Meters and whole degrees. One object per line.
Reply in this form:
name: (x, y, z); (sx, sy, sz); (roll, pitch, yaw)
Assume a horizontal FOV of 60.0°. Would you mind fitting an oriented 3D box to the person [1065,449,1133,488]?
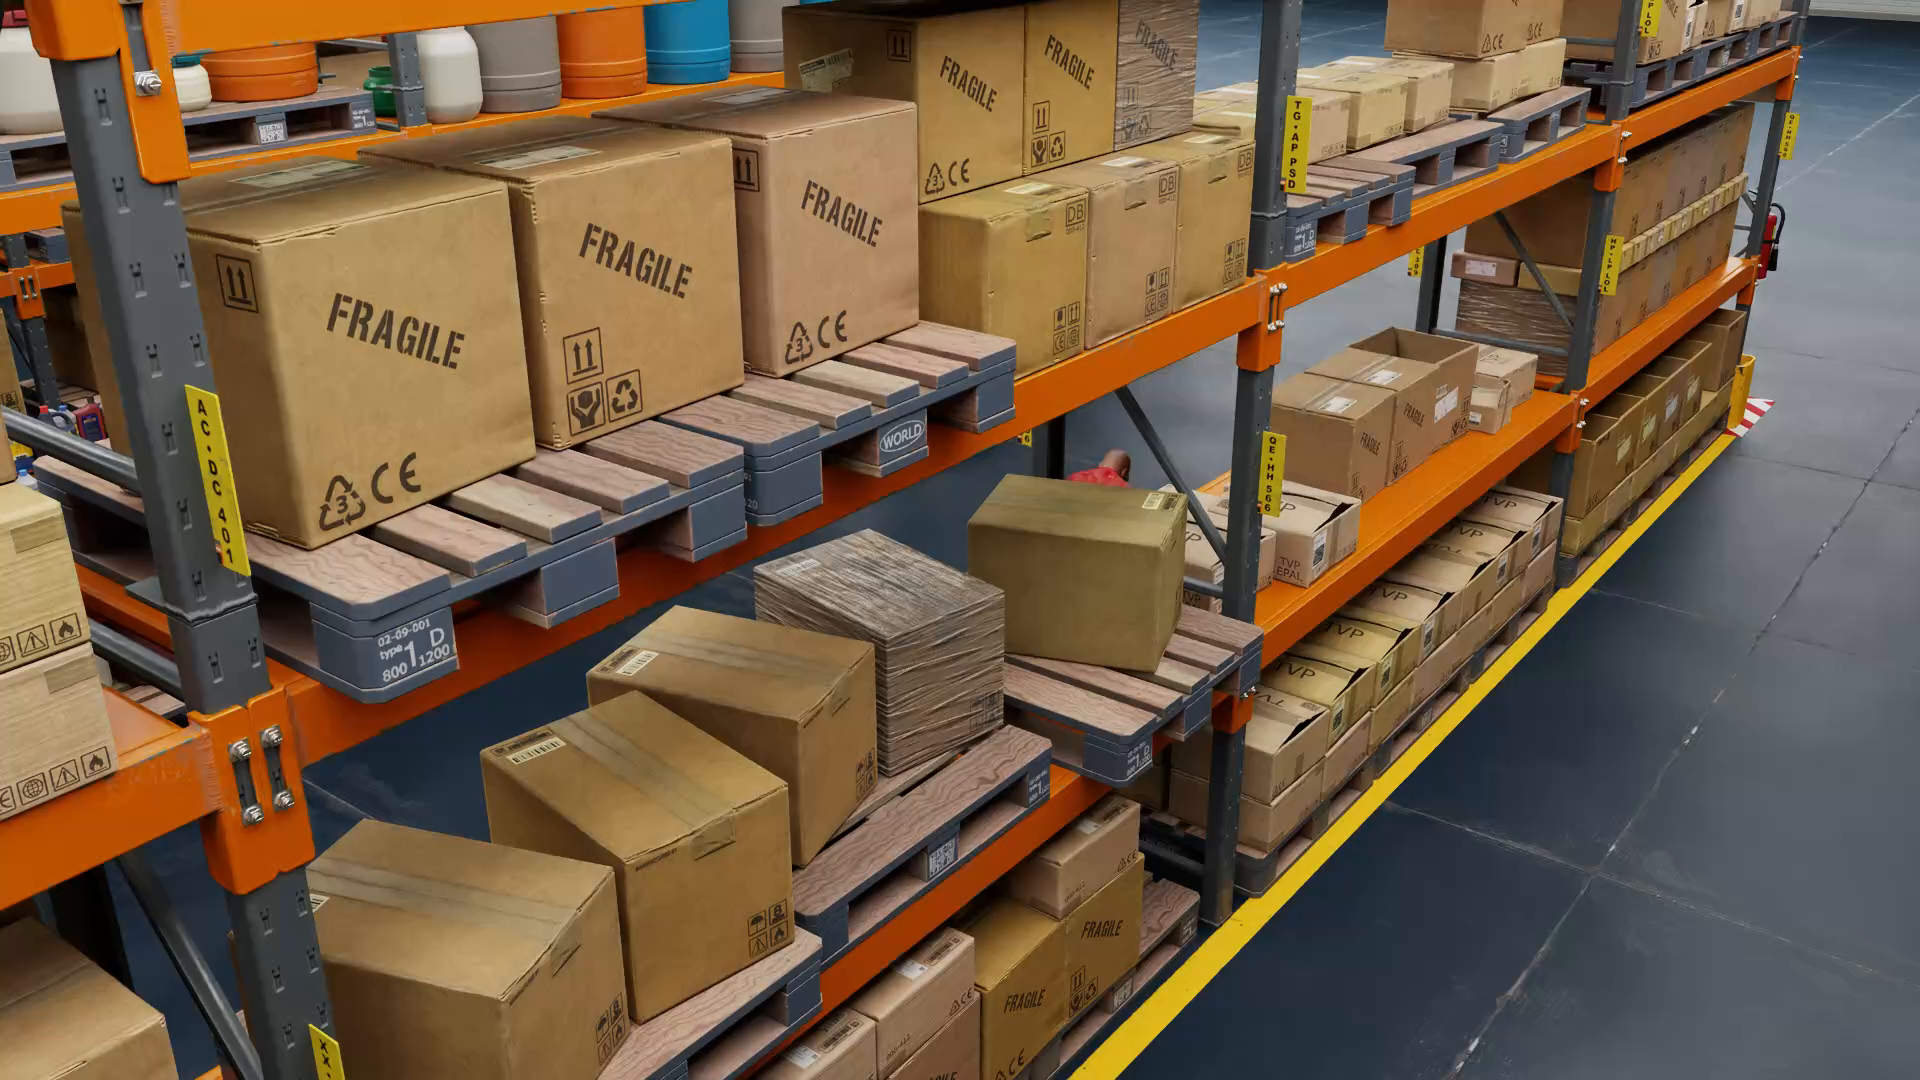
person: (0.732, 0.057, 9.444); (0.522, 0.982, 0.877); (16, 28, 33)
